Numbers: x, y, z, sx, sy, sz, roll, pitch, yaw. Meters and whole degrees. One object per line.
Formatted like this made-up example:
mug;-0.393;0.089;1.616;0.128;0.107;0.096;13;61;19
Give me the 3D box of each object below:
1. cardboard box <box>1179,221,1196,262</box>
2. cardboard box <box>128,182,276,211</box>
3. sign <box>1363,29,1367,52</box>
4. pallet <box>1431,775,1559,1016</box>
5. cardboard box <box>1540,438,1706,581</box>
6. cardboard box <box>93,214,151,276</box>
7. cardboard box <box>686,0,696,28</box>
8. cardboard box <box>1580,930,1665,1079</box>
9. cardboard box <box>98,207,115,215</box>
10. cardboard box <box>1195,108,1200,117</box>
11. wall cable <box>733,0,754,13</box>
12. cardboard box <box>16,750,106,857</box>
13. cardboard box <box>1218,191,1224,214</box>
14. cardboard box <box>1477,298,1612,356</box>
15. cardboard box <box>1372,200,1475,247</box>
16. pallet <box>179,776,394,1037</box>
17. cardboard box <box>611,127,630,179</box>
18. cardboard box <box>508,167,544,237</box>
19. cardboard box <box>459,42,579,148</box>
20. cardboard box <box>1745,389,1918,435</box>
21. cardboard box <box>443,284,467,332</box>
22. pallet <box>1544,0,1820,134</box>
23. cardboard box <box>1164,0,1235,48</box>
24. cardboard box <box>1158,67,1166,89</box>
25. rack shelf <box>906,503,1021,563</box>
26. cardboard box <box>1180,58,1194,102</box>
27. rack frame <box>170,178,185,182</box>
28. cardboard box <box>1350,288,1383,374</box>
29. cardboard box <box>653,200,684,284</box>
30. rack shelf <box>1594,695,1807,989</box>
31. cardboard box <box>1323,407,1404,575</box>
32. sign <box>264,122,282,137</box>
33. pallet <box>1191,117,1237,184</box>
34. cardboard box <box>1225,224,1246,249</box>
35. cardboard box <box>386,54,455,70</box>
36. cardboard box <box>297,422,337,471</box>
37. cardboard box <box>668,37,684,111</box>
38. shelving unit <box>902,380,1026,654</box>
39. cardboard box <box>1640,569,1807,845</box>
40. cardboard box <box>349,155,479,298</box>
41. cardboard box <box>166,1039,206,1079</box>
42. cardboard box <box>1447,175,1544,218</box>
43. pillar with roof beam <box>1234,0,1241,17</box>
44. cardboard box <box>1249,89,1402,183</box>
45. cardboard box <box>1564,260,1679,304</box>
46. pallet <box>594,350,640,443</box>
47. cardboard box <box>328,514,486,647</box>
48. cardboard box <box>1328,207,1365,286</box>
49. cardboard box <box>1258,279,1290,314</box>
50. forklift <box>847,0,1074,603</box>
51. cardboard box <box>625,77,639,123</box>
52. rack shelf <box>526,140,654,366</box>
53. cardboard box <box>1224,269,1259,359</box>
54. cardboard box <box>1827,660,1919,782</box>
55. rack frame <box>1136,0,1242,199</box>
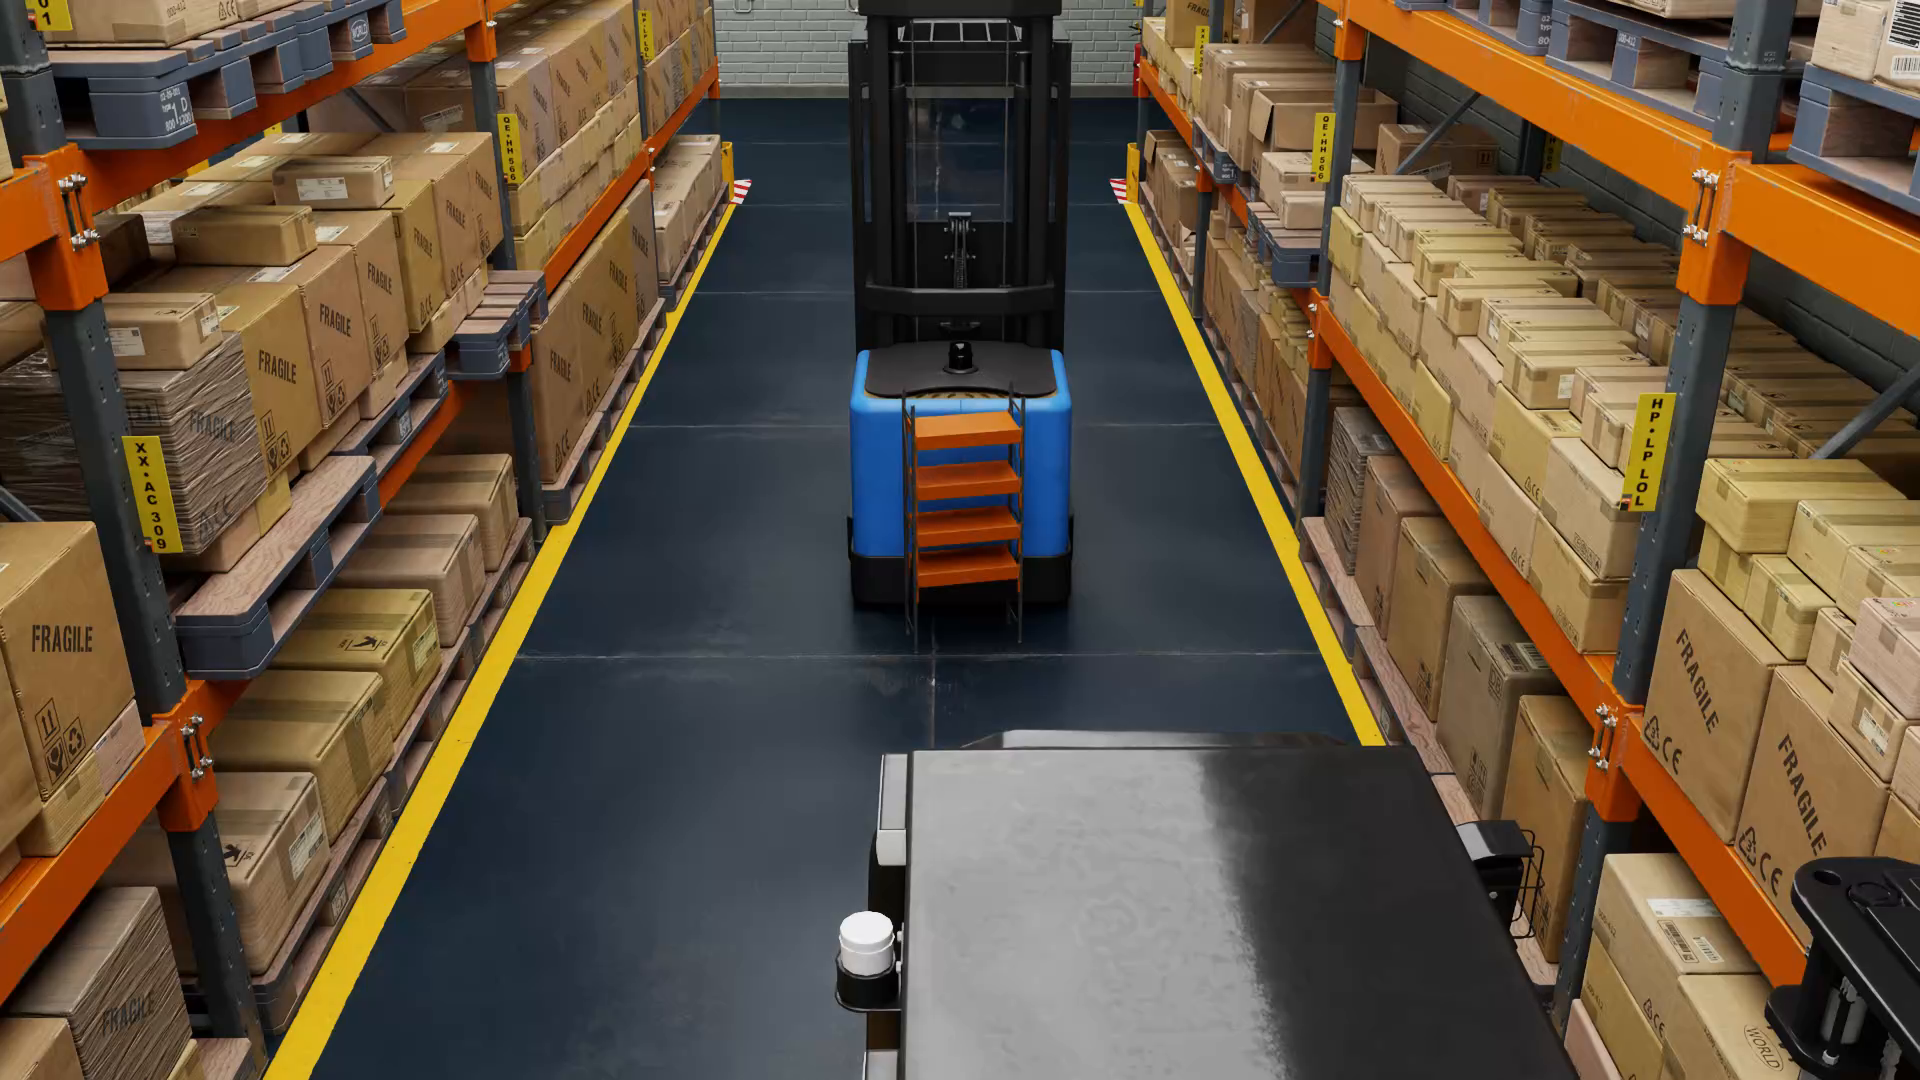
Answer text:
cardboard box;1.931;-2.357;13.130;0.396;0.266;0.258;1;24;1
cardboard box;-2.886;-1.117;6.587;0.500;0.500;0.500;0;24;0
sign;2.790;-3.568;11.594;0.100;0.325;0.005;0;24;-1
pallet;2.275;1.227;5.780;1.003;0.211;1.213;0;24;-1
cardboard box;2.061;-0.100;4.907;0.500;0.250;0.500;-1;24;-2
cardboard box;-2.919;-0.970;5.476;0.380;0.149;0.250;-1;24;-3
cardboard box;-2.491;-4.545;13.825;0.500;0.500;0.500;0;24;-1
cardboard box;2.019;1.295;4.468;0.500;0.250;0.500;0;24;-1
cardboard box;-7.421;-2.739;14.116;0.380;0.149;0.250;0;24;0
cardboard box;1.955;-3.159;12.400;0.380;0.149;0.250;0;24;1
wall cable;-2.857;-7.461;20.336;0.585;1.953;0.123;0;24;-1
cardboard box;-2.323;0.632;4.017;0.380;0.149;0.250;0;24;1
cardboard box;2.034;-2.371;11.728;0.380;0.149;0.250;-1;24;-1
cardboard box;2.053;-0.747;5.853;0.380;0.149;0.250;0;24;0
cardboard box;2.020;-1.381;7.254;0.380;0.149;0.250;0;24;1
pallet;-2.651;1.234;5.766;1.003;0.211;1.213;0;24;-1
cardboard box;-2.467;-2.551;10.931;0.500;0.250;0.500;-1;24;-1
cardboard box;-2.443;-1.734;8.518;0.500;0.250;0.500;0;24;-1
cardboard box;-2.451;-2.487;9.275;0.500;0.500;0.500;0;24;1
cardboard box;2.583;-0.337;4.948;0.380;0.149;0.250;-1;24;-2
cardboard box;-2.328;-0.990;7.093;0.380;0.149;0.250;-1;24;-3
pallet;2.300;-1.383;4.759;0.805;0.209;1.217;-1;24;-3
cardboard box;1.944;-4.287;13.500;0.500;0.500;0.500;0;24;1
cardboard box;1.885;-3.902;14.043;0.380;0.149;0.250;-1;24;-2
rack shelf;0.013;-0.034;7.533;0.480;0.148;0.258;-5;25;-11
cardboard box;1.965;-3.519;12.711;0.500;0.250;0.500;0;24;0
rack frame;-7.721;-4.597;15.274;1.000;3.000;0.127;0;24;-1
cardboard box;2.040;-0.929;7.345;0.500;0.250;0.500;-1;24;-2
cardboard box;-2.628;-2.296;12.785;0.875;0.438;0.875;-1;24;-1
rack shelf;2.344;1.412;2.861;1.077;0.370;4.000;0;24;-1
cardboard box;2.272;-0.240;8.013;0.875;0.625;0.625;1;24;1
sign;-3.240;-1.888;7.879;0.100;0.325;0.005;0;24;-1
pallet;2.135;-2.619;11.134;1.003;0.211;1.213;0;24;-1
cardboard box;2.053;-2.121;11.537;0.380;0.149;0.250;-1;24;-2
cardboard box;-2.966;-2.289;8.835;0.500;0.500;0.500;0;24;0
cardboard box;-2.365;-0.348;5.674;0.380;0.149;0.250;0;24;0
cardboard box;-2.472;-3.665;13.092;0.500;0.500;0.500;0;24;0
shelving unit;0.013;-0.096;7.506;0.503;1.200;0.258;-5;25;-11
cardboard box;2.066;0.399;4.107;0.500;0.500;0.500;-1;24;-2
cardboard box;-2.385;-1.338;7.076;0.500;0.500;0.500;-1;24;-1
cardboard box;-2.366;1.588;4.426;0.500;0.250;0.500;1;24;2
cardboard box;2.485;-1.596;7.730;0.380;0.149;0.250;1;24;1
pillar with roof beam;-1.241;-8.514;16.654;9.100;9.000;0.400;0;24;-1
cardboard box;2.076;-2.298;9.557;0.797;0.503;0.637;-1;24;-2
cardboard box;2.521;-0.963;6.332;0.380;0.149;0.250;0;24;1
pallet;-2.628;-0.920;10.529;1.003;0.211;1.213;0;24;-1
cardboard box;-2.672;0.179;7.394;0.950;0.372;0.625;-1;24;-2
cardboard box;2.014;-1.363;7.700;0.500;0.250;0.500;0;24;-1
cardboard box;2.034;-1.485;10.130;0.380;0.149;0.250;-1;24;-3
forklift;-0.003;-1.595;8.720;1.130;2.935;3.031;0;24;0
cardboard box;-2.480;-2.991;11.299;0.500;0.250;0.500;0;24;-1
rack shelf;-2.706;-1.861;10.097;1.077;0.370;4.000;0;24;-1
cardboard box;2.032;-1.463;10.869;0.500;0.500;0.500;-1;24;-2
cardboard box;2.026;0.368;3.389;0.380;0.149;0.250;0;24;1
rack frame;2.191;-4.685;15.468;1.000;3.000;0.127;0;24;-1
